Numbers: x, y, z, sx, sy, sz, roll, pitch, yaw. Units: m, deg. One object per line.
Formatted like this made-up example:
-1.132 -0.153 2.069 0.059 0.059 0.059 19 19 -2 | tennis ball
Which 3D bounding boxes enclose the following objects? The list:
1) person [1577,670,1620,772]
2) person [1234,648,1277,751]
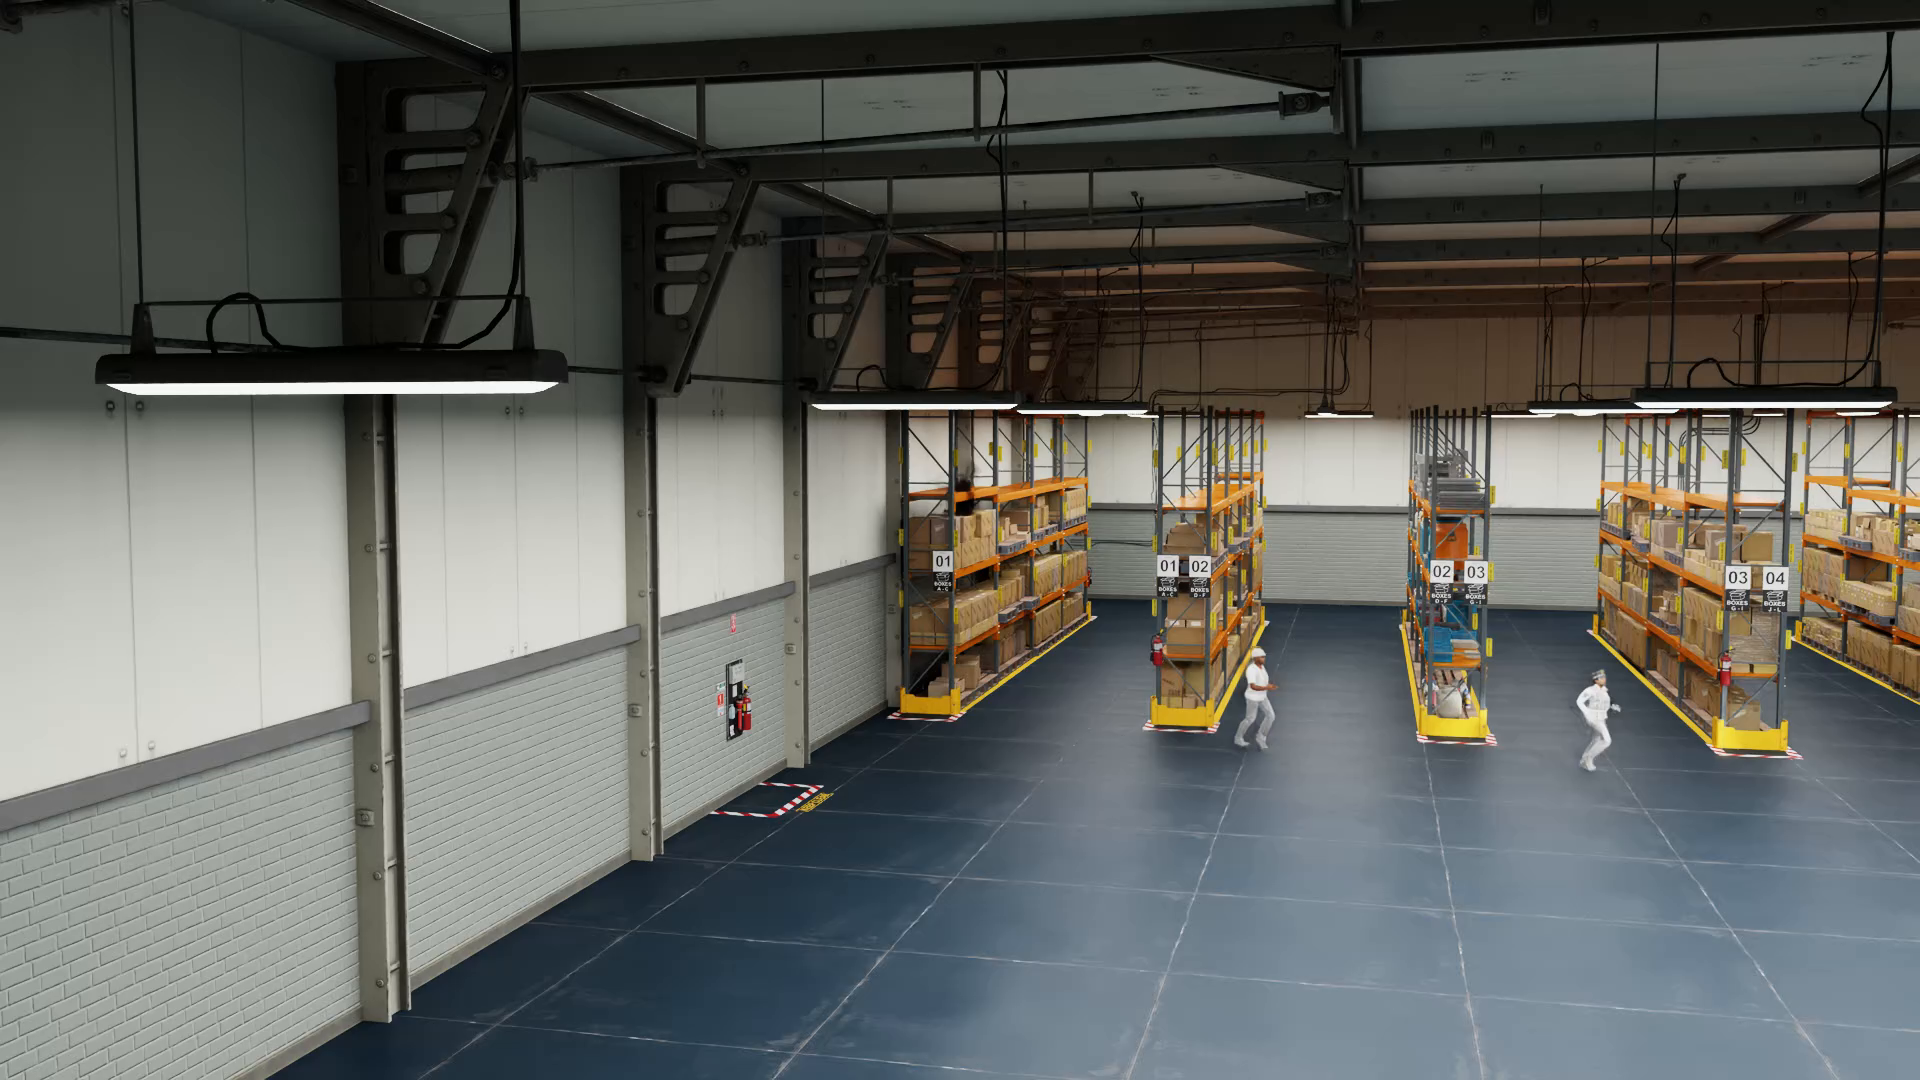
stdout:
10.436 2.937 27.118 0.589 1.674 0.616 -4 6 -43 | person
5.162 2.777 28.856 0.823 1.807 0.668 3 5 39 | person
